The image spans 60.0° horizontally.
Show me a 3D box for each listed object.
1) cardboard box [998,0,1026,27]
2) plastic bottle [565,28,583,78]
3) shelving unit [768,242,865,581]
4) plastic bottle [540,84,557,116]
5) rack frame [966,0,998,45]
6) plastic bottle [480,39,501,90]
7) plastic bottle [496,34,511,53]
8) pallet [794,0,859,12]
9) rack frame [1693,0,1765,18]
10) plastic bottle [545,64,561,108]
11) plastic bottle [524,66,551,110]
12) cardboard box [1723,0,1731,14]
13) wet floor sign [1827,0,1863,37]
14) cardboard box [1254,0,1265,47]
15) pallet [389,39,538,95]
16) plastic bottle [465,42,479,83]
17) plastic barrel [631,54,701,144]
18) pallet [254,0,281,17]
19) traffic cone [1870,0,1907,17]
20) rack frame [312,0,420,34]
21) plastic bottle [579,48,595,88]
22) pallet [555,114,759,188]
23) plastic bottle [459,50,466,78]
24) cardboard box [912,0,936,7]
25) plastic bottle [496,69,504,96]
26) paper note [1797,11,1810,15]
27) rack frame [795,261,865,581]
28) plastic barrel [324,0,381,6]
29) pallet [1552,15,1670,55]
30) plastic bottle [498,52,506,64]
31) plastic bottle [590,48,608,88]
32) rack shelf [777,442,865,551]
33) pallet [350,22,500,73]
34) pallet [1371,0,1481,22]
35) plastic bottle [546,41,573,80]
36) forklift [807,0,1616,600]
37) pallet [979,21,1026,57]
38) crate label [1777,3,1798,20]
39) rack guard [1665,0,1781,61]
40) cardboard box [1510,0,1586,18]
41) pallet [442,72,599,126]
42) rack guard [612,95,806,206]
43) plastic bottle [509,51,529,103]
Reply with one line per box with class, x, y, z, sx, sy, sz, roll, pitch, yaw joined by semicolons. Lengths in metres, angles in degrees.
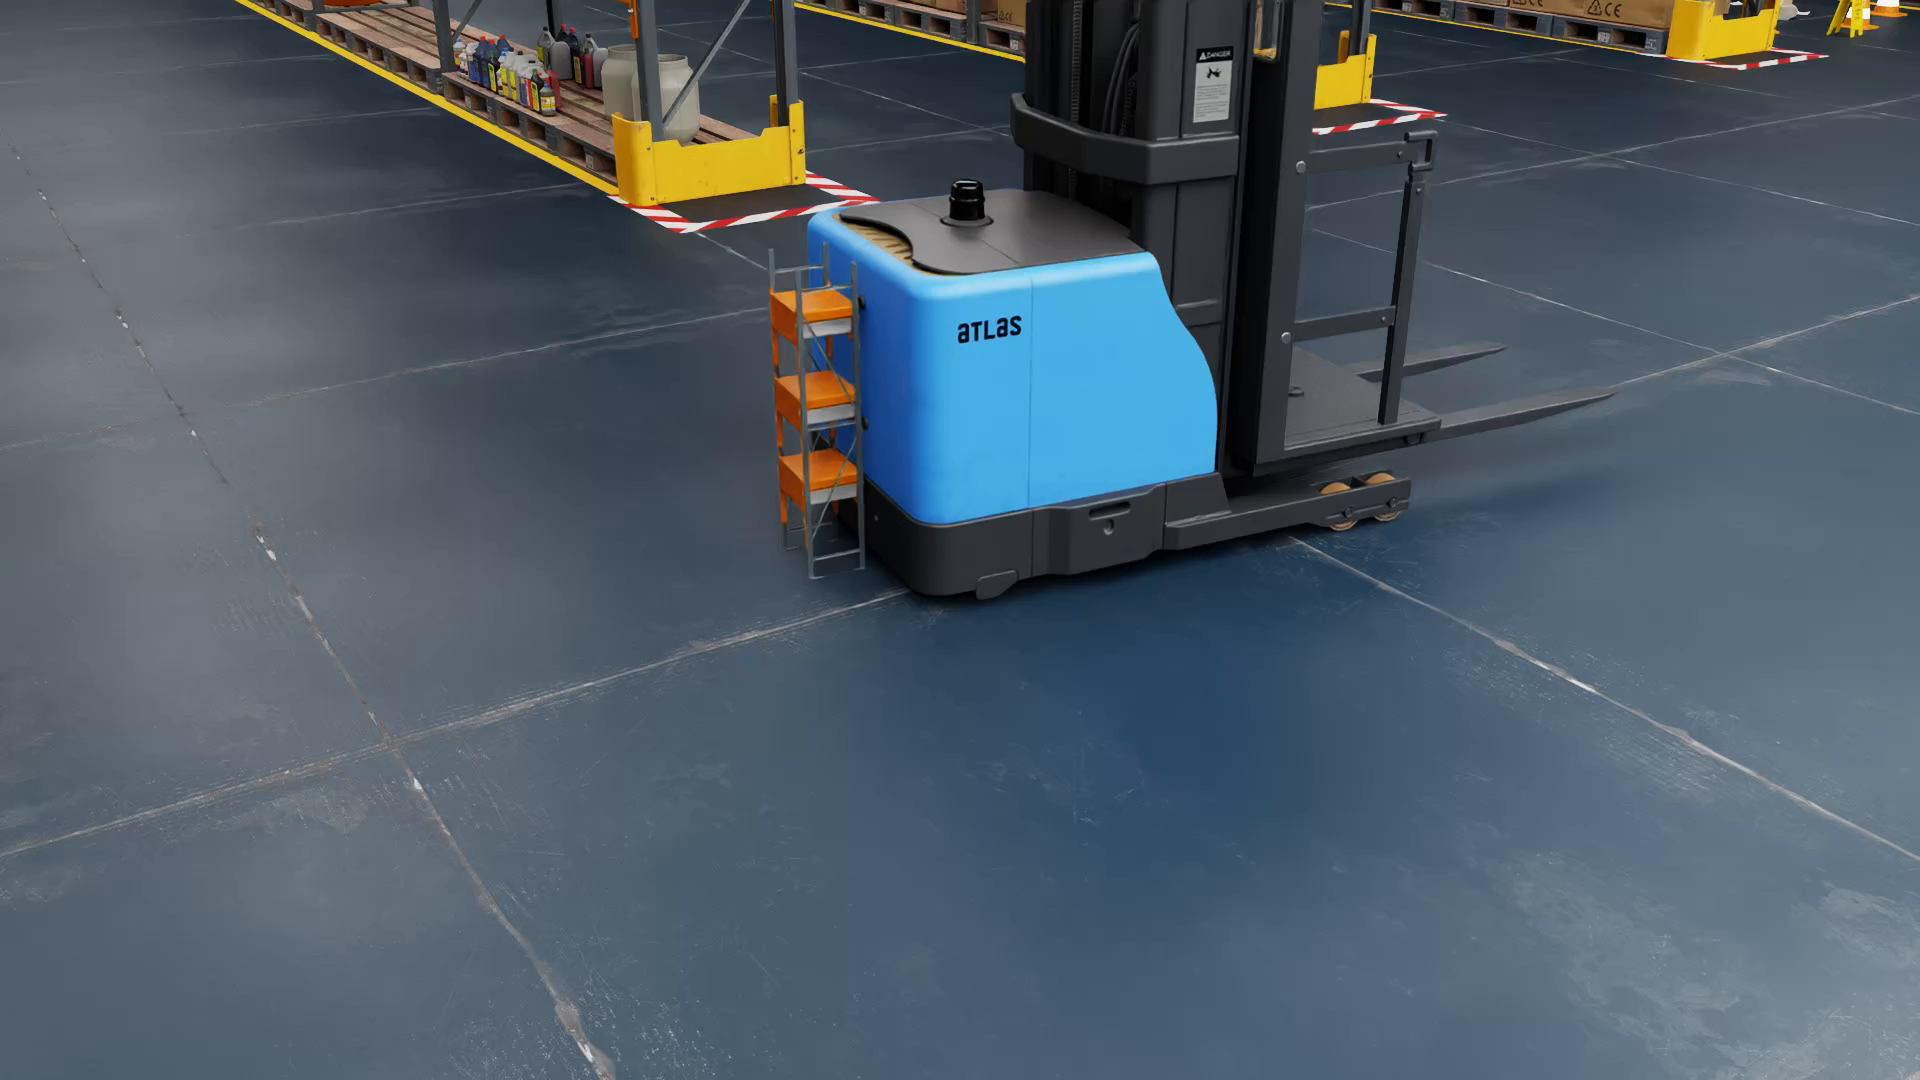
cardboard box;0.695;-5.025;15.316;0.500;0.500;0.500;-17;30;-31
plastic bottle;-2.942;-3.733;12.731;0.144;0.351;0.185;-17;30;-32
shelving unit;-0.460;-0.408;5.383;0.215;1.050;0.252;-11;28;-23
plastic bottle;-2.826;-3.021;11.398;0.097;0.201;0.097;0;25;0
rack frame;0.510;-6.118;15.195;1.000;3.000;0.127;-16;29;-30
plastic bottle;-3.444;-3.511;12.262;0.144;0.351;0.185;-17;30;-32
plastic bottle;-3.426;-3.613;12.477;0.144;0.351;0.185;-16;29;-30
pallet;-1.248;-6.007;18.228;1.003;0.211;1.213;-16;29;-30
rack frame;6.905;-5.807;14.537;1.000;3.000;0.127;-16;29;-30
plastic bottle;-2.852;-3.180;11.638;0.061;0.283;0.133;-16;29;-30
plastic bottle;-2.940;-3.151;11.587;0.152;0.276;0.135;-15;29;-29
cardboard box;7.917;-5.906;17.671;0.637;0.503;0.797;7;26;15
wet floor sign;8.580;-5.193;15.995;0.267;0.644;0.232;-22;33;-38
cardboard box;2.367;-3.974;13.090;0.500;0.500;0.500;-10;27;-20
pallet;-4.101;-3.974;13.921;1.003;0.211;1.213;-16;29;-30
plastic bottle;-3.633;-3.605;12.548;0.152;0.276;0.135;-14;29;-28
plastic barrel;-1.879;-2.815;10.622;0.421;0.512;0.421;0;25;0
pallet;-6.950;-5.841;17.876;1.003;0.211;1.213;-16;29;-30
traffic cone;9.681;-5.702;17.287;0.336;0.463;0.334;-16;29;-30
rack frame;-5.823;-6.394;15.781;1.000;3.000;0.127;-16;29;-30
plastic bottle;-2.769;-3.503;12.322;0.061;0.283;0.133;-16;29;-30
pallet;-1.976;-2.580;10.967;1.003;0.211;1.213;-16;29;-30
plastic bottle;-3.777;-3.644;12.719;0.097;0.201;0.097;0;25;0
cardboard box;-0.051;-5.586;16.481;0.700;0.500;0.500;-16;29;-30
plastic bottle;-3.309;-3.337;12.068;0.097;0.201;0.097;0;25;0
paper note;8.813;-5.528;17.424;0.142;0.019;0.148;18;31;33
rack frame;-0.408;-0.360;5.283;0.200;1.050;0.008;-11;28;-23
plastic barrel;-6.104;-5.774;16.517;0.600;0.830;0.708;-16;29;-30
pallet;6.403;-4.813;15.699;1.003;0.211;1.213;-16;29;-30
plastic bottle;-3.332;-3.432;12.186;0.097;0.271;0.097;0;25;0
plastic bottle;-2.680;-3.524;12.377;0.152;0.276;0.135;-15;29;-29
rack shelf;-0.460;-0.147;5.506;0.215;0.259;0.240;-11;28;-23
pallet;-4.771;-4.411;14.847;1.003;0.211;1.213;-16;29;-30
pallet;5.071;-5.686;17.548;1.003;0.211;1.213;-16;29;-30
plastic bottle;-3.052;-3.655;12.654;0.152;0.276;0.135;-16;29;-30
forklift;1.031;-1.548;5.596;3.031;2.935;1.130;-11;28;-23
pallet;0.907;-4.625;15.299;1.003;0.211;1.213;-16;29;-30
crate label;8.456;-5.441;17.116;0.298;0.136;0.250;12;28;24
rack guard;6.918;-4.668;15.052;1.175;0.500;0.348;-16;29;-30
cardboard box;5.997;-5.577;16.047;0.875;0.875;0.875;-16;30;-30
pallet;-3.308;-3.452;12.816;1.003;0.211;1.213;-16;29;-30
rack guard;-1.537;-2.418;10.288;1.175;0.500;0.348;-16;29;-30
plastic bottle;-3.110;-3.293;11.799;0.144;0.351;0.185;-14;29;-27
